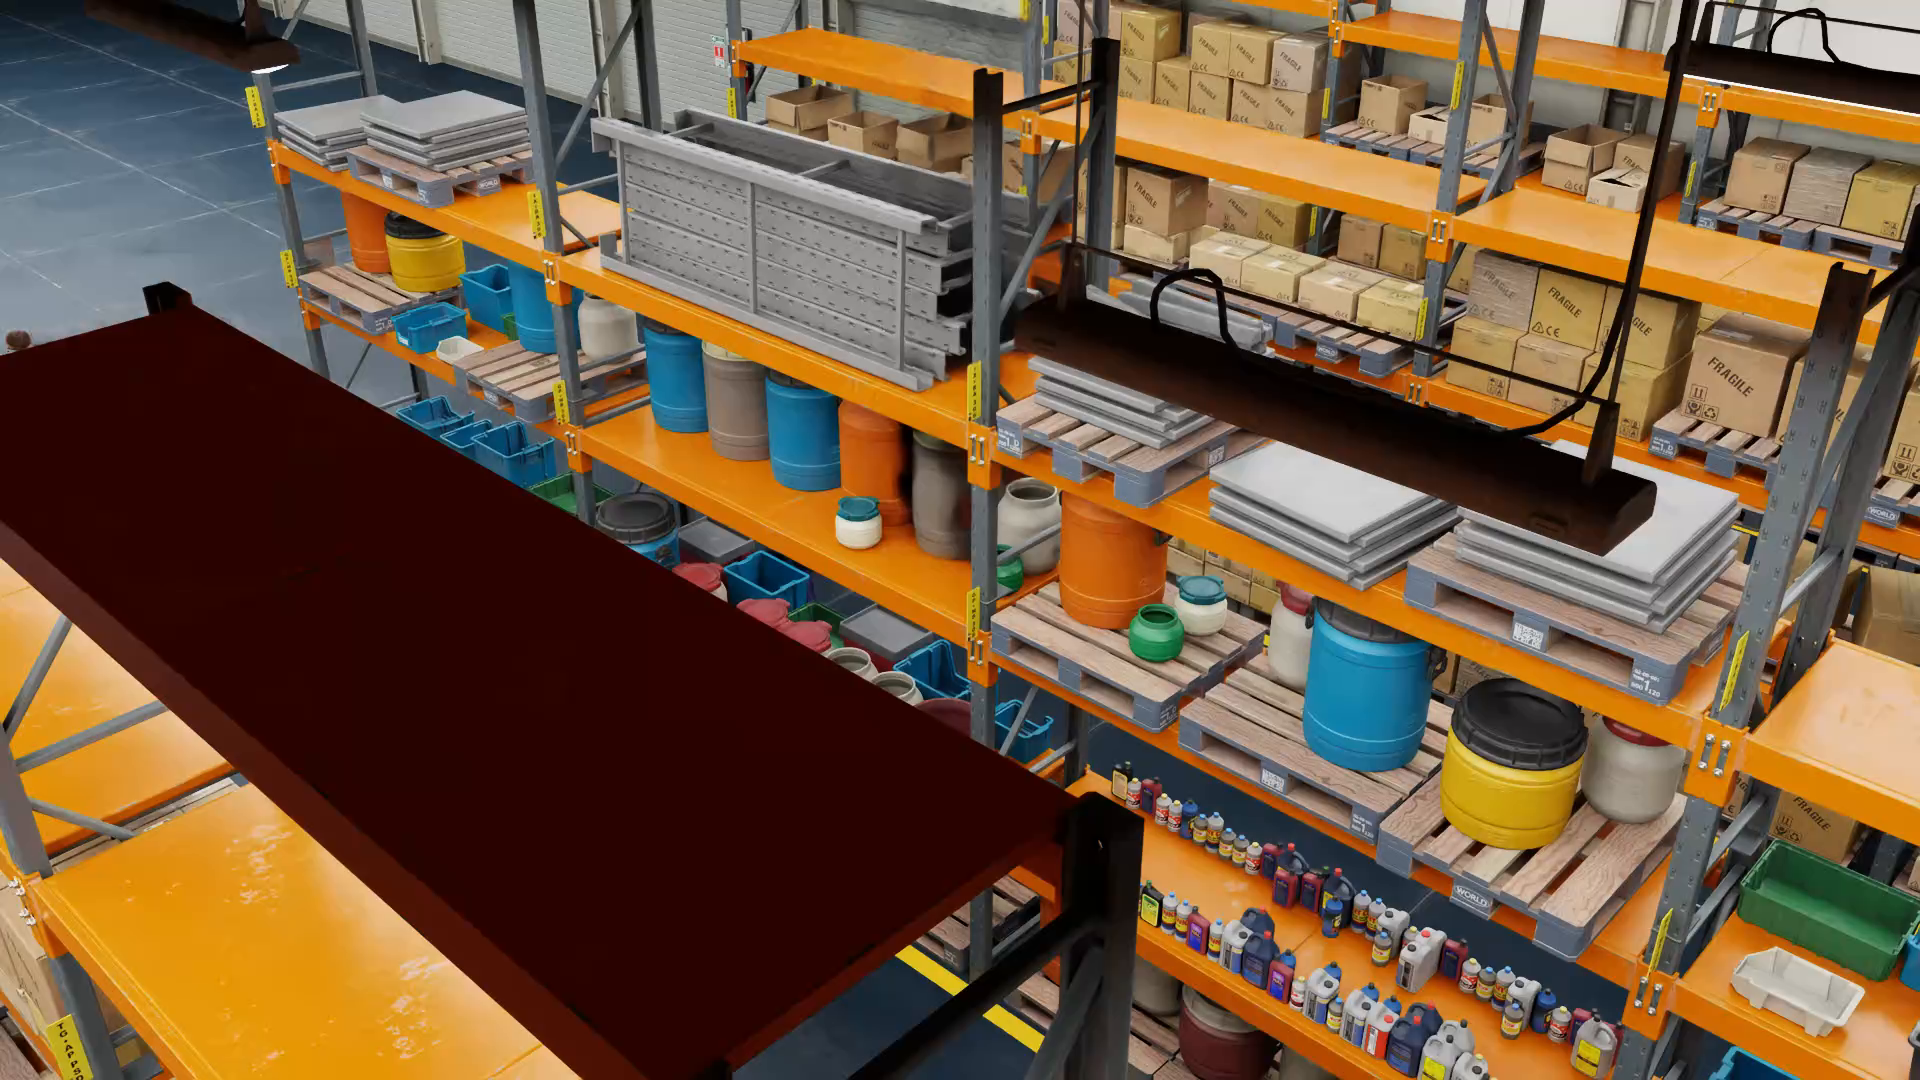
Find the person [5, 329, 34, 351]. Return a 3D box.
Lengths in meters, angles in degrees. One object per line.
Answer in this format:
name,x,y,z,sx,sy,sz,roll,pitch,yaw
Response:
person,-9.522,-1.442,17.195,0.658,1.585,0.529,-9,31,-16

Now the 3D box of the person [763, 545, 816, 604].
person,-1.526,0.012,14.617,0.617,1.699,0.707,-18,34,-29
